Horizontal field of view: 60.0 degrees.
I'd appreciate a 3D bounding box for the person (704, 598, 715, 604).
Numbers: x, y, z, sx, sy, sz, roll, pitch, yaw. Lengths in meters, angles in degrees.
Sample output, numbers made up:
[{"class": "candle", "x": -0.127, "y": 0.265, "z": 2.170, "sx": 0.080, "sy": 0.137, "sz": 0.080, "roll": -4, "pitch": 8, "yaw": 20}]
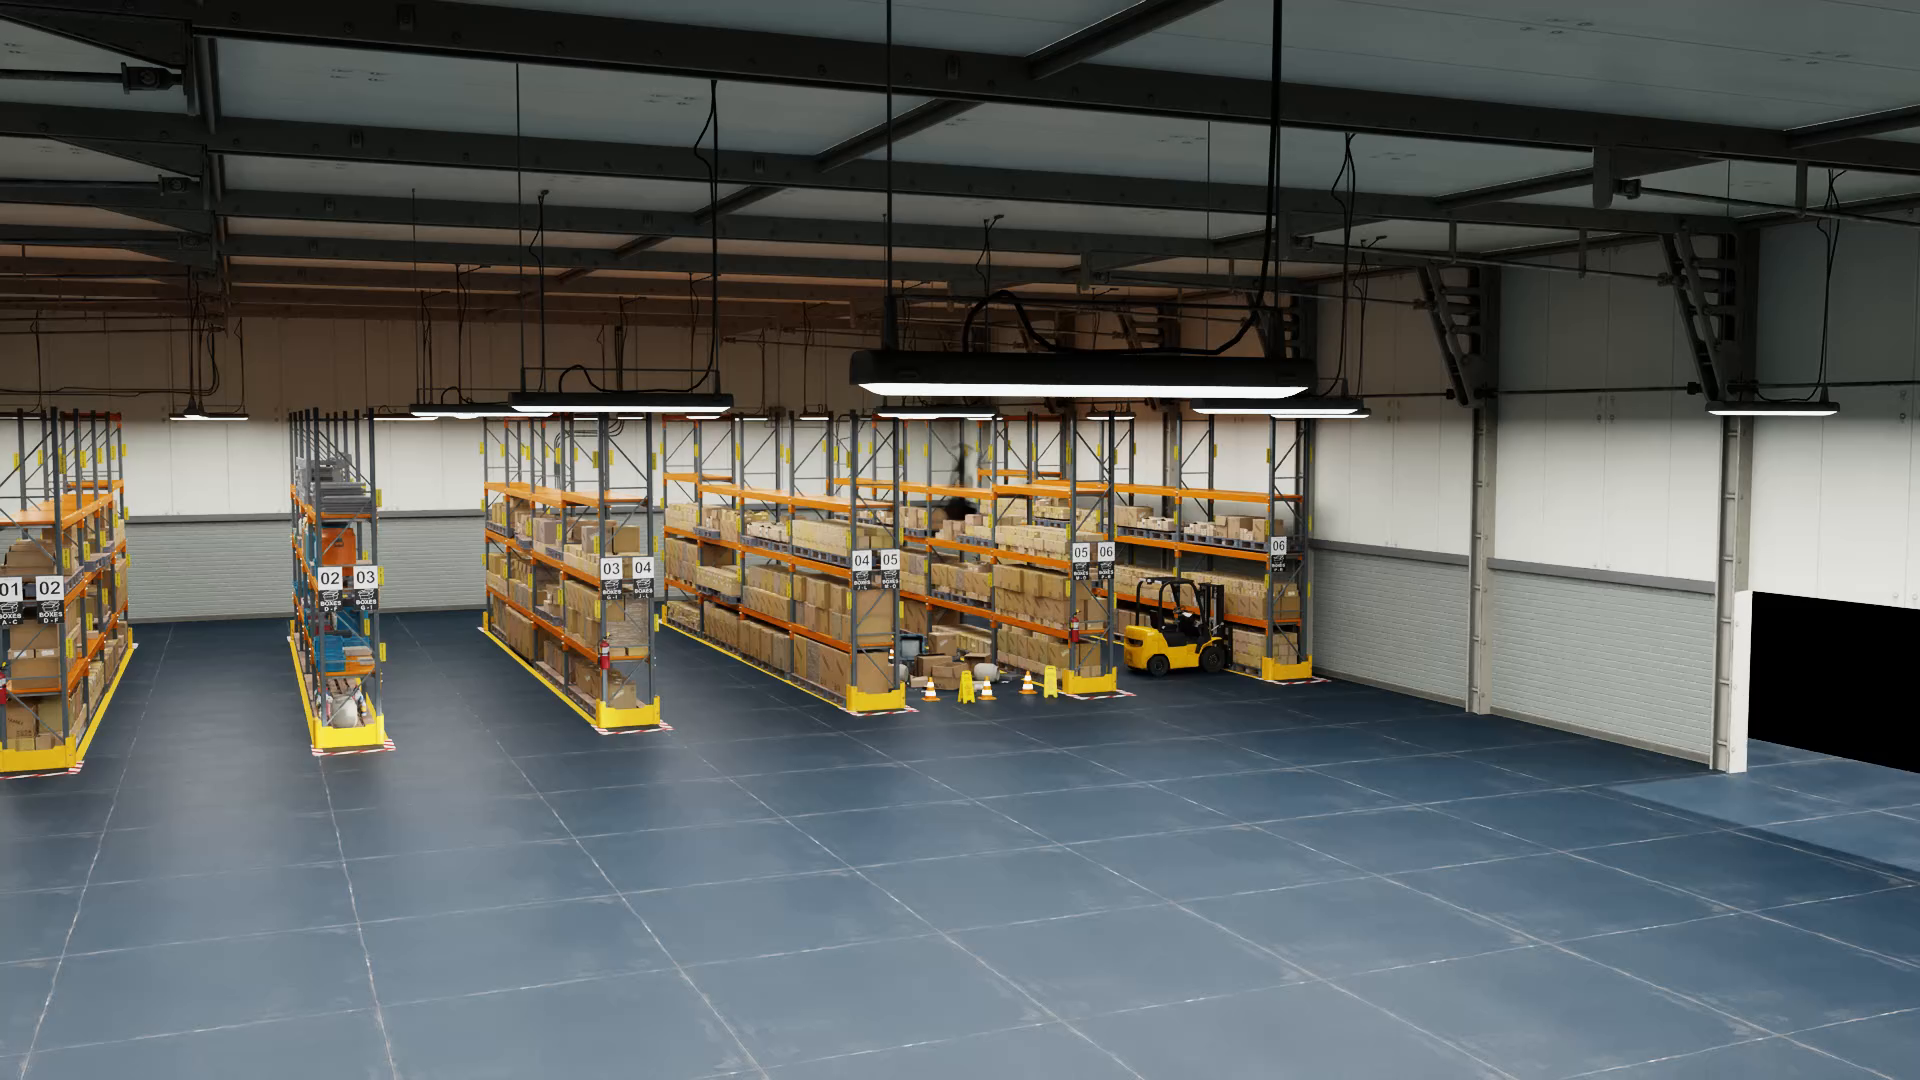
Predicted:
[{"class": "person", "x": -7.464, "y": 1.471, "z": 49.448, "sx": 0.546, "sy": 1.561, "sz": 0.692, "roll": 1, "pitch": 4, "yaw": 18}]
